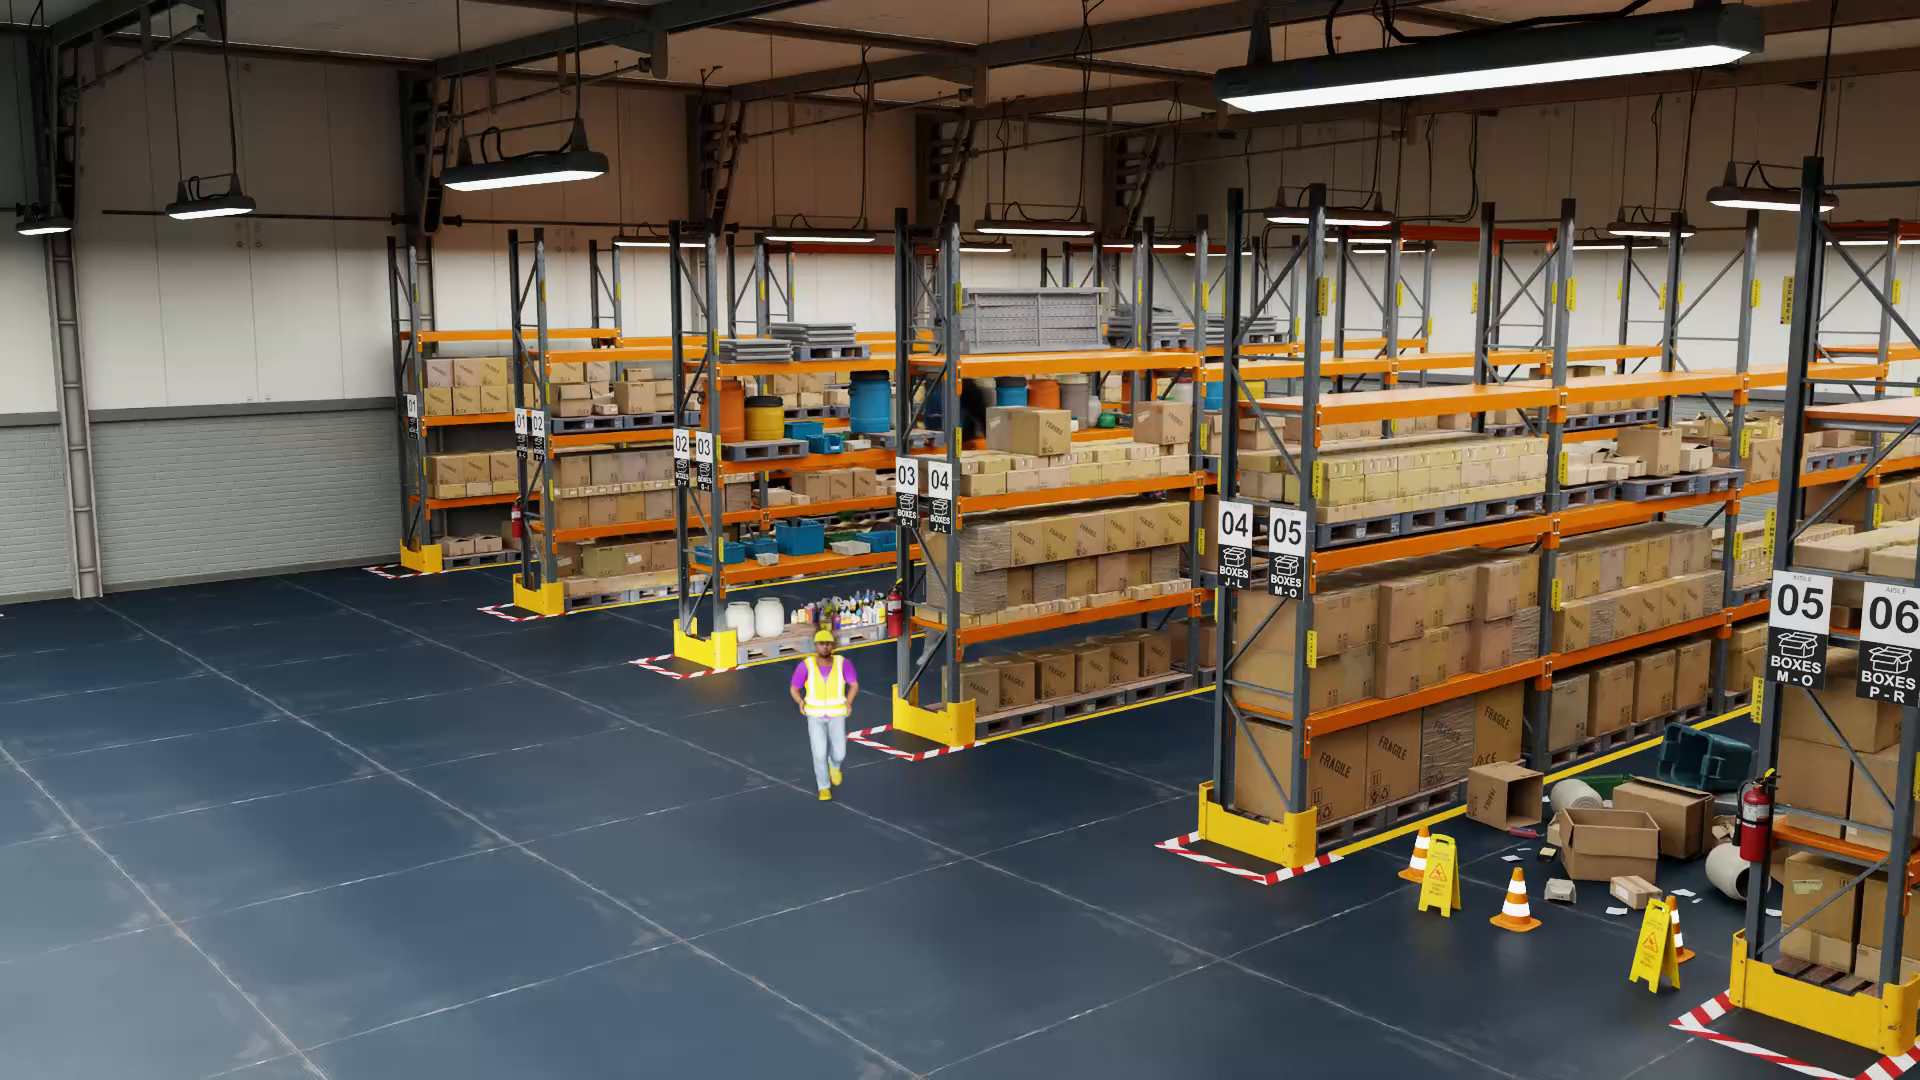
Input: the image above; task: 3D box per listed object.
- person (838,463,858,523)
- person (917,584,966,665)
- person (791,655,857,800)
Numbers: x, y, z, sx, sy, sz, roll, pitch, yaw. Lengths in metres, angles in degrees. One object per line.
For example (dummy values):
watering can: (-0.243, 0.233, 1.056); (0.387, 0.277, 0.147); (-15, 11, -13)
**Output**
person: (-2.223, -0.783, 33.124); (0.586, 1.741, 0.636); (-8, 12, -42)
person: (-0.287, 0.763, 21.497); (0.474, 1.673, 0.843); (6, 11, 34)
person: (-1.366, 1.874, 16.830); (0.676, 1.463, 0.534); (-1, 9, -8)
